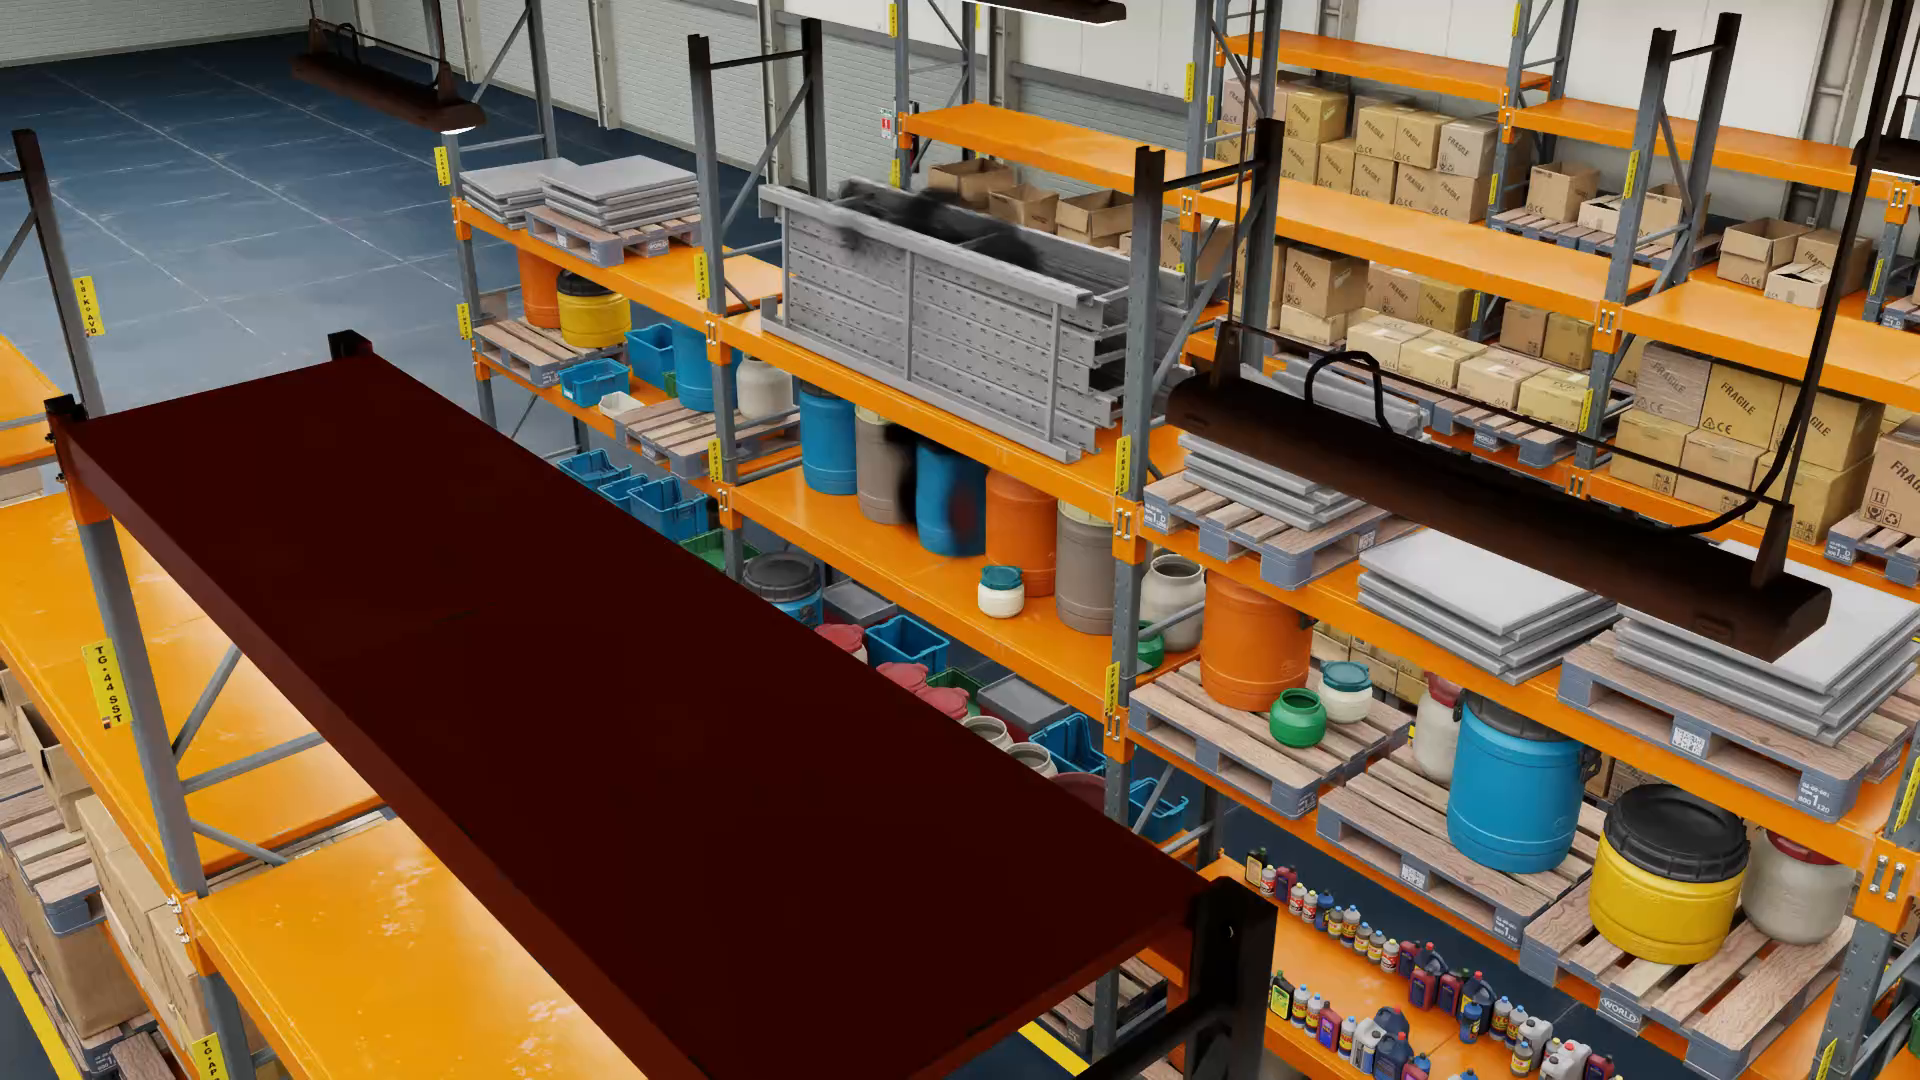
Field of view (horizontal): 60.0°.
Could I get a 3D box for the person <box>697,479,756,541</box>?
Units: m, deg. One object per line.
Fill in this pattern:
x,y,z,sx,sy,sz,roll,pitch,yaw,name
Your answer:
-2.316,-0.360,16.372,0.602,1.605,0.650,23,35,38,person
